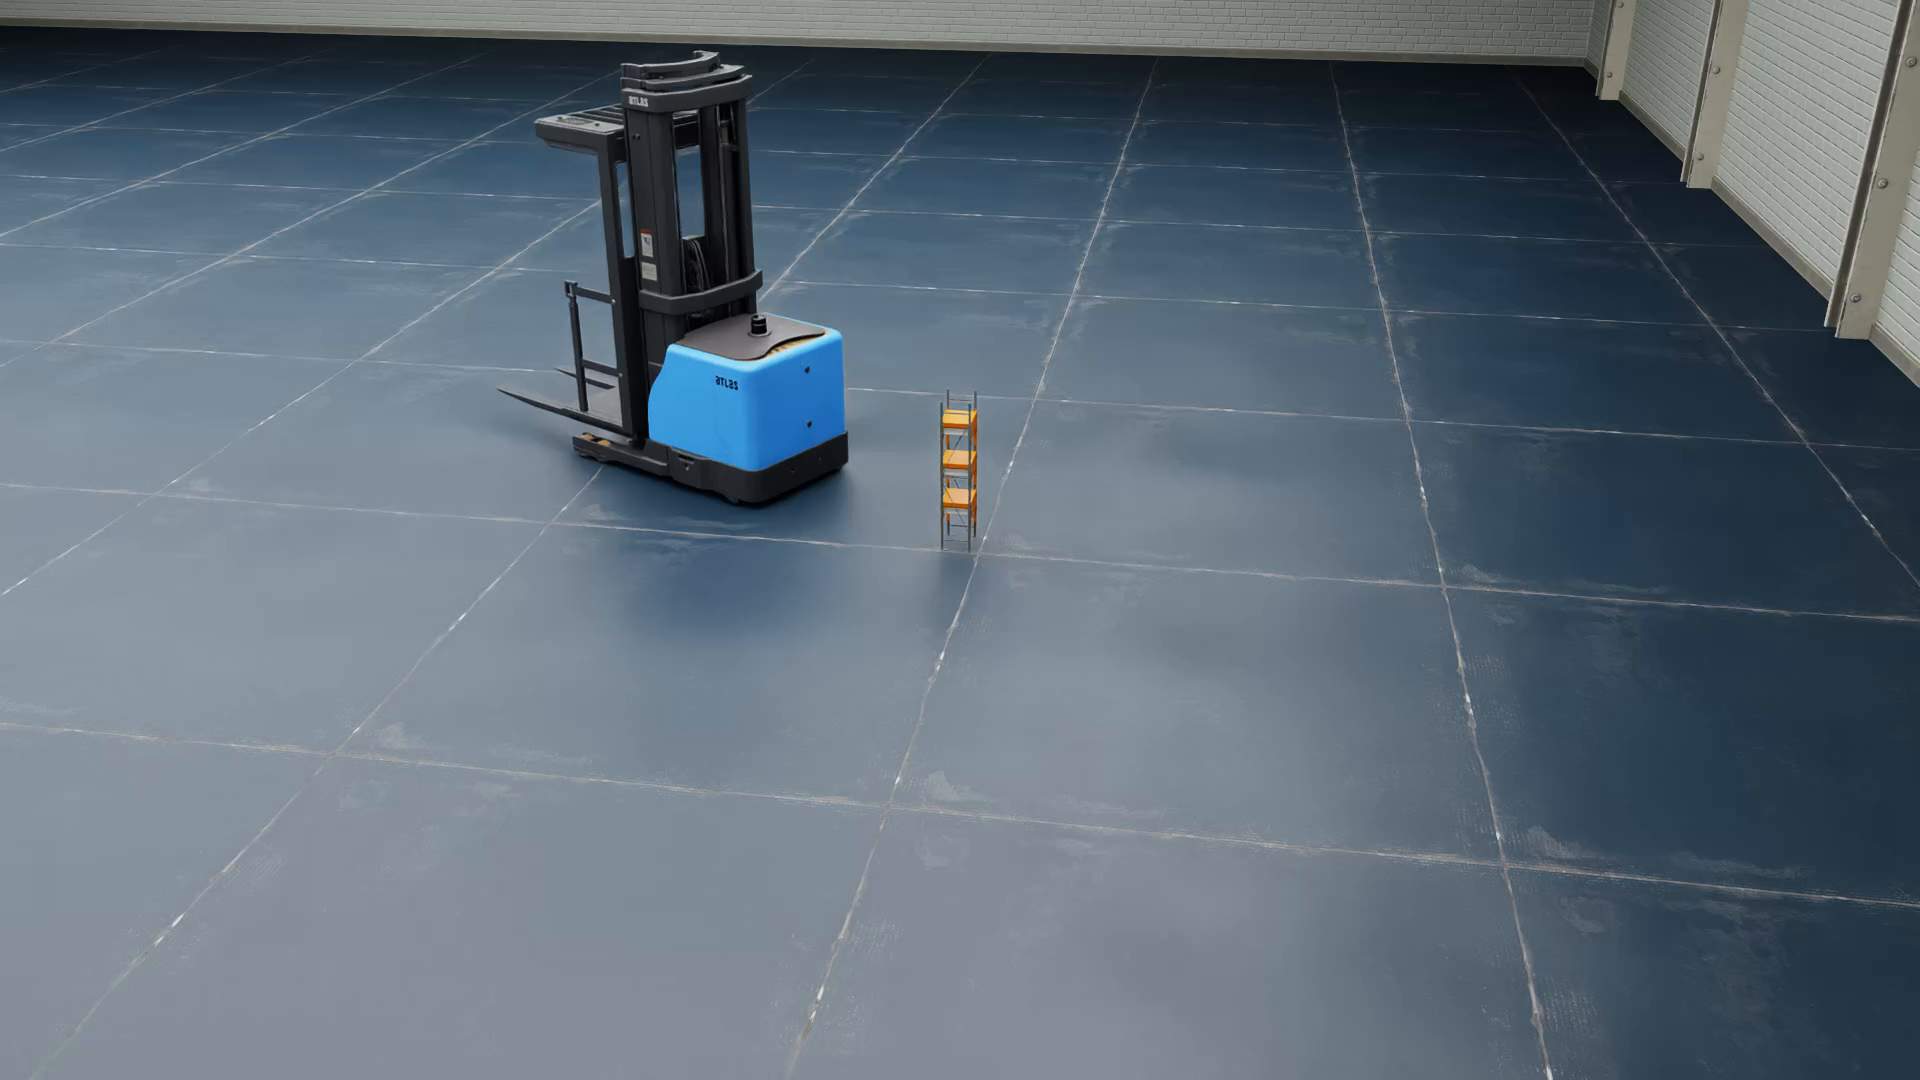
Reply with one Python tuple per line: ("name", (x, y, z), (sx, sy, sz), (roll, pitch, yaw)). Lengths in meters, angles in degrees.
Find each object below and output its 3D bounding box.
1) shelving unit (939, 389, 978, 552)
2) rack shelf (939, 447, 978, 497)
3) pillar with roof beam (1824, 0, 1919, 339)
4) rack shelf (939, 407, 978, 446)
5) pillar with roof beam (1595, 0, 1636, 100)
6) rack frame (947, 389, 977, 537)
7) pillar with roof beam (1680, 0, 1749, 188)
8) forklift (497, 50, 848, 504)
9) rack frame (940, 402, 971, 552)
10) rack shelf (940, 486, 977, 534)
("shelving unit", (-0.009, -0.453, 10.980), (0.215, 1.050, 0.252), (4, 25, 9))
("rack shelf", (-0.009, -0.444, 10.984), (0.215, 0.259, 0.240), (4, 25, 9))
("pillar with roof beam", (3.949, -6.293, 14.080), (9.100, 9.000, 0.400), (4, 25, 9))
("rack shelf", (-0.009, -0.701, 10.864), (0.215, 0.259, 0.240), (4, 25, 9))
("pillar with roof beam", (5.910, -11.312, 24.802), (9.100, 9.000, 0.400), (4, 25, 9))
("rack frame", (0.011, -0.504, 11.089), (0.200, 1.050, 0.008), (4, 25, 9))
("pillar with roof beam", (4.929, -8.802, 19.441), (9.100, 9.000, 0.400), (4, 25, 9))
("forklift", (-2.309, -2.069, 12.214), (3.031, 2.935, 1.130), (18, 30, 33))
("rack frame", (-0.029, -0.402, 10.871), (0.200, 1.050, 0.008), (4, 25, 9))
("rack shelf", (-0.009, -0.192, 11.102), (0.215, 0.259, 0.240), (4, 25, 9))
